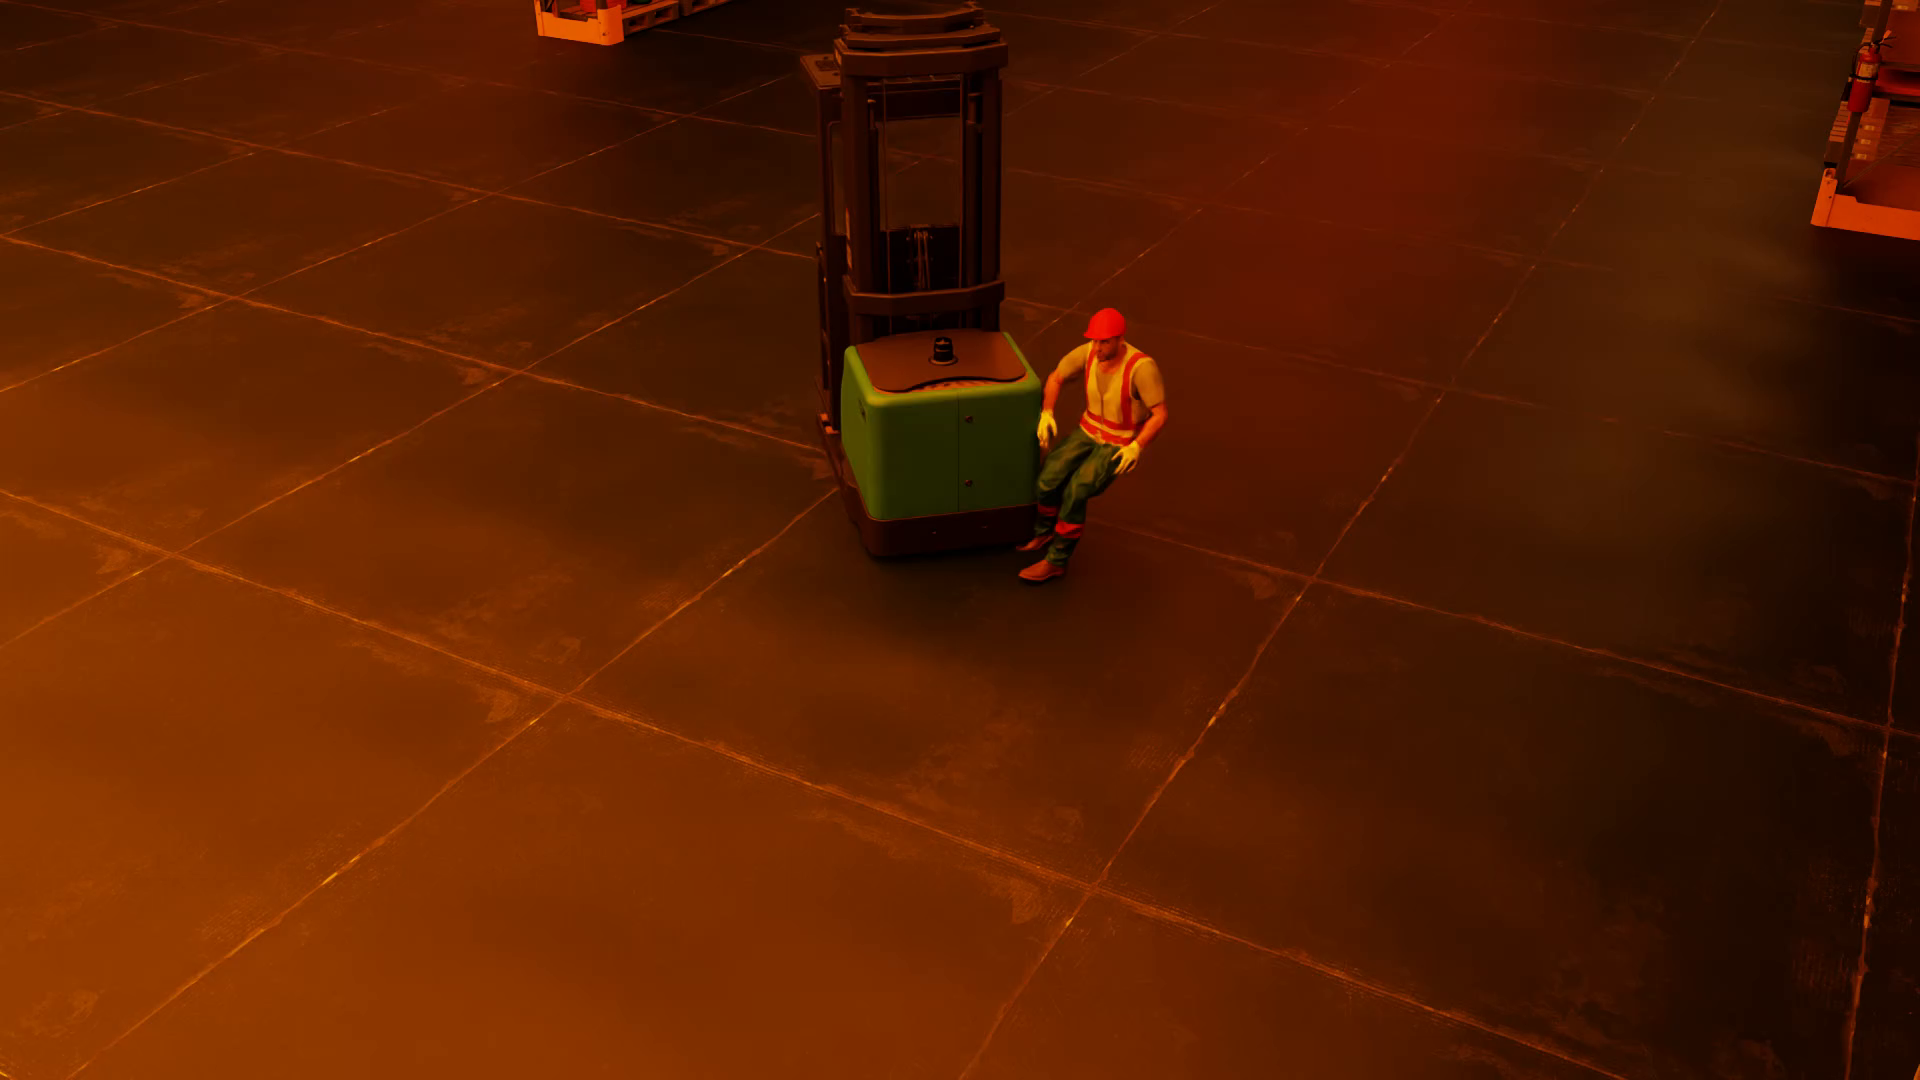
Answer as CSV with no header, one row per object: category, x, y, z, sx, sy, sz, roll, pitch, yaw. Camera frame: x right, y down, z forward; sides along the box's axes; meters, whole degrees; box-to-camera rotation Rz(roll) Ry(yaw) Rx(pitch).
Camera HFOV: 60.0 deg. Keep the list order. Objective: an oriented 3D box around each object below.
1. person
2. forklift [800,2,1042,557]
person,0.704,-0.528,9.452,0.787,1.566,0.898,20,35,30
forklift,-0.350,-1.894,10.353,1.130,2.935,3.031,-7,31,-11
